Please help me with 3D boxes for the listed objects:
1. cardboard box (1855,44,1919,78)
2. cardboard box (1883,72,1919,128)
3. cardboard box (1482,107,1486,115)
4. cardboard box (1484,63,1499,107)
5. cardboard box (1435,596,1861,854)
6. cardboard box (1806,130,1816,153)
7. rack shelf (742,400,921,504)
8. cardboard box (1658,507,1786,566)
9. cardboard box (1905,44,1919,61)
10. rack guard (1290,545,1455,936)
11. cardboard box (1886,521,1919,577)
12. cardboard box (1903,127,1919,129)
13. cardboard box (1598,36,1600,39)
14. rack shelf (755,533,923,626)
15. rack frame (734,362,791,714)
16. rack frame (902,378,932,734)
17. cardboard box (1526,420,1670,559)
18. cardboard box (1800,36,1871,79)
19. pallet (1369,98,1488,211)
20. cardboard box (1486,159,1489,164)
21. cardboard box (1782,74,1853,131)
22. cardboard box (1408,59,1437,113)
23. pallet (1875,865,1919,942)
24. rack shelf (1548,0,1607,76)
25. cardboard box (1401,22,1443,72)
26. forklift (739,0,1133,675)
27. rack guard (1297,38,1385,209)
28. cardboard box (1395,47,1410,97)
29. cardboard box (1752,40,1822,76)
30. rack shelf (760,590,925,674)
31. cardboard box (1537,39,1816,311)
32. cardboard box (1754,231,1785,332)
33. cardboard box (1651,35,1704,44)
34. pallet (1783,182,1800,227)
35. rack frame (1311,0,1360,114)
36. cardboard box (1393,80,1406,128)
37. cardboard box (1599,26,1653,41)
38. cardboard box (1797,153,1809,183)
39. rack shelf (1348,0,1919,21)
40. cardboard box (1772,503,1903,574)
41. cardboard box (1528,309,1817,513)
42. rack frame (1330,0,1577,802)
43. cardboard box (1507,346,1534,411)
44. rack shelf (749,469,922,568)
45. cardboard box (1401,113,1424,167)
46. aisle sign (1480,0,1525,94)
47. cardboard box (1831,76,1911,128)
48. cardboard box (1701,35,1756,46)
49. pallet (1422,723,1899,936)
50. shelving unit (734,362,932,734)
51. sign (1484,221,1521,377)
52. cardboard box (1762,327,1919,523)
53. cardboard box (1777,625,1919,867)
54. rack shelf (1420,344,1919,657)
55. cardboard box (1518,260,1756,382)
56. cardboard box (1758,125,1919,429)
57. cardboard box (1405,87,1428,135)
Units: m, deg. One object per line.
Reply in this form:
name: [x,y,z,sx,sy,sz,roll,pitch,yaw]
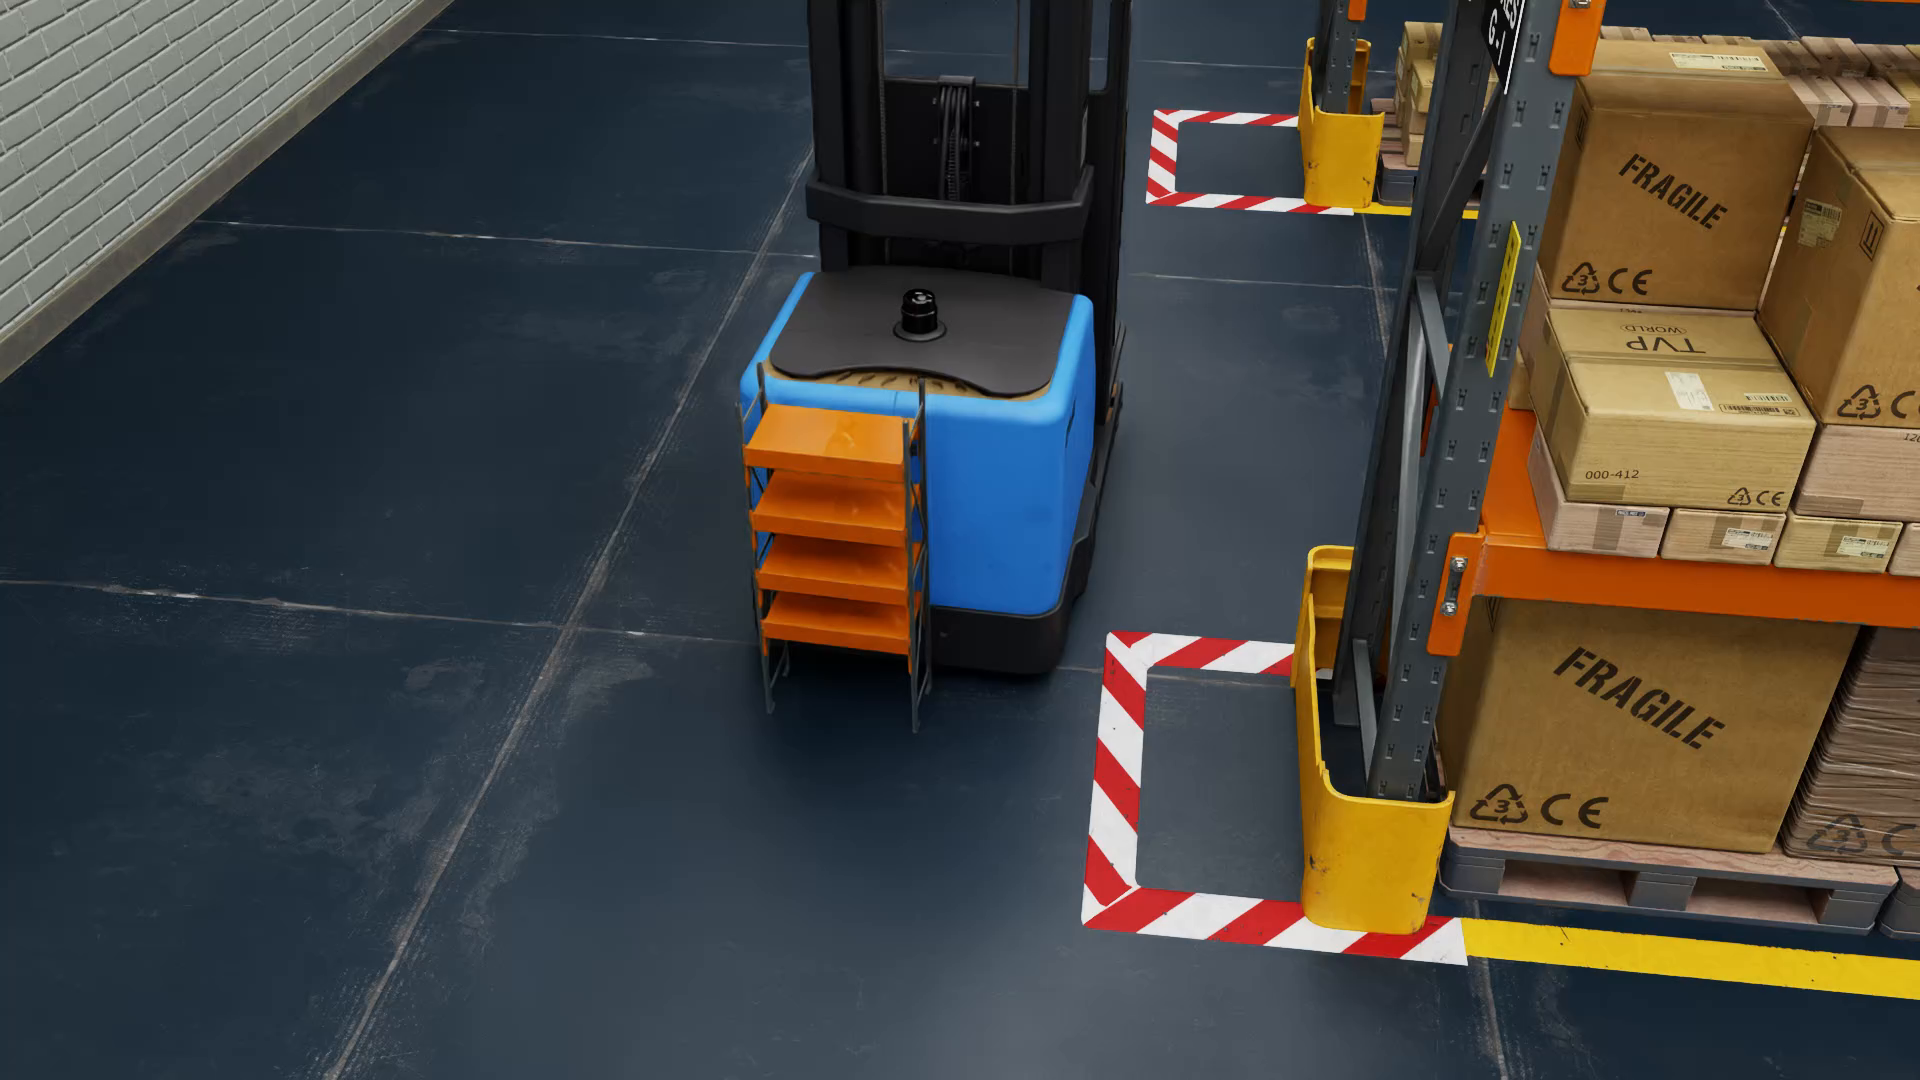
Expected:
cardboard box: [4.842,-2.453,8.685,0.250,0.149,0.380,3,36,5]
cardboard box: [4.802,-2.207,8.341,0.250,0.149,0.380,5,36,7]
cardboard box: [2.726,-2.192,8.576,0.250,0.149,0.380,4,36,6]
cardboard box: [2.739,-2.367,8.565,0.250,0.149,0.380,5,36,7]
cardboard box: [1.887,0.246,4.791,0.875,0.875,0.875,4,36,6]
cardboard box: [4.296,-2.112,8.464,0.250,0.149,0.380,3,36,4]
rack shelf: [-0.370,-0.262,4.900,0.480,0.148,0.258,6,38,9]
cardboard box: [1.807,-0.113,4.042,0.250,0.149,0.380,4,36,5]
cardboard box: [5.104,-2.446,8.676,0.250,0.149,0.380,4,36,5]
rack guard: [1.218,0.566,5.026,0.348,0.500,1.175,4,36,6]
cardboard box: [2.320,-0.075,3.990,0.250,0.149,0.380,4,36,5]
cardboard box: [4.815,-2.073,8.409,0.250,0.149,0.380,5,36,6]
cardboard box: [3.295,-2.606,8.900,0.250,0.149,0.380,3,36,4]
rack shelf: [-0.366,0.103,5.180,0.480,0.148,0.258,6,38,9]
rack frame: [-0.606,0.023,5.177,0.015,1.200,0.240,6,38,9]
rack frame: [-0.127,0.077,5.101,0.015,1.200,0.240,6,38,9]
cardboard box: [1.552,-0.131,4.067,0.250,0.149,0.380,5,36,6]
cardboard box: [4.600,-2.518,8.777,0.250,0.149,0.380,5,36,7]
pallet: [2.851,-2.079,8.981,1.213,0.211,1.003,4,36,6]
cardboard box: [2.723,-2.115,8.724,0.250,0.149,0.380,4,36,6]
cardboard box: [4.253,-2.187,8.313,0.250,0.149,0.380,3,36,4]
cardboard box: [2.451,-2.318,8.496,0.250,0.149,0.380,3,36,4]
pallet: [3.252,0.791,4.960,1.213,0.211,1.003,4,36,6]
rack shelf: [3.226,-1.230,3.428,4.000,0.370,1.077,4,36,6]
cardboard box: [2.532,-2.659,8.975,0.250,0.149,0.380,5,36,7]
forklift: [0.073,-1.598,5.966,1.130,2.935,3.031,6,36,8]
rack guard: [2.050,-2.277,9.010,0.348,0.500,1.175,4,36,6]
cardboard box: [2.534,-2.557,9.087,0.250,0.149,0.380,3,36,5]
cardboard box: [4.319,-2.491,8.739,0.250,0.149,0.380,3,36,4]
rack shelf: [-0.365,0.261,5.301,0.480,0.148,0.258,6,38,9]
cardboard box: [1.759,-0.930,4.199,0.500,0.500,0.500,5,36,7]
cardboard box: [2.260,-0.589,4.366,0.500,0.250,0.500,4,36,5]
cardboard box: [3.816,-2.535,8.800,0.250,0.149,0.380,3,36,4]
pallet: [4.058,-1.987,8.853,1.213,0.211,1.003,4,36,6]
rack frame: [1.974,-3.300,8.292,0.127,3.000,1.000,4,36,6]
cardboard box: [2.523,-2.392,9.112,0.250,0.149,0.380,5,36,7]
cardboard box: [3.569,-2.618,8.917,0.250,0.149,0.380,6,36,8]
cardboard box: [4.233,-1.982,8.537,0.250,0.149,0.380,5,36,7]
rack shelf: [3.958,-2.859,8.293,4.000,0.370,1.077,4,36,6]
cardboard box: [2.061,-0.094,4.016,0.250,0.149,0.380,3,36,5]
cardboard box: [1.684,-0.318,3.987,0.500,0.250,0.500,3,36,5]
rack frame: [1.242,-0.450,4.298,0.127,3.000,1.000,4,36,6]
cardboard box: [1.637,-0.511,4.600,0.250,0.149,0.380,5,36,7]
rack shelf: [-0.368,-0.074,5.044,0.480,0.148,0.258,6,38,9]
cardboard box: [2.453,-2.087,8.685,0.250,0.149,0.380,5,36,7]
aisle sign: [1.133,-1.340,3.308,0.004,0.787,0.394,4,36,6]
cardboard box: [4.522,-2.174,8.295,0.250,0.149,0.380,3,36,4]
cardboard box: [4.080,-2.532,8.796,0.250,0.149,0.380,4,36,6]
pallet: [2.045,0.700,5.088,1.213,0.211,1.003,4,36,6]
shelving unit: [-0.367,0.050,5.139,0.503,1.200,0.258,6,38,9]
sign: [1.166,-0.515,3.576,0.005,0.325,0.100,4,36,6]
cardboard box: [2.200,-0.284,3.939,0.500,0.250,0.500,4,36,5]
cardboard box: [2.790,0.313,4.697,0.875,0.875,0.875,4,36,6]
rack shelf: [3.226,-0.009,4.299,4.000,0.370,1.077,4,36,6]
cardboard box: [1.757,-0.627,4.419,0.500,0.250,0.500,4,36,5]
cardboard box: [2.180,-0.587,3.717,0.500,0.500,0.500,3,36,5]
cardboard box: [2.461,-2.245,8.650,0.250,0.149,0.380,6,36,8]
